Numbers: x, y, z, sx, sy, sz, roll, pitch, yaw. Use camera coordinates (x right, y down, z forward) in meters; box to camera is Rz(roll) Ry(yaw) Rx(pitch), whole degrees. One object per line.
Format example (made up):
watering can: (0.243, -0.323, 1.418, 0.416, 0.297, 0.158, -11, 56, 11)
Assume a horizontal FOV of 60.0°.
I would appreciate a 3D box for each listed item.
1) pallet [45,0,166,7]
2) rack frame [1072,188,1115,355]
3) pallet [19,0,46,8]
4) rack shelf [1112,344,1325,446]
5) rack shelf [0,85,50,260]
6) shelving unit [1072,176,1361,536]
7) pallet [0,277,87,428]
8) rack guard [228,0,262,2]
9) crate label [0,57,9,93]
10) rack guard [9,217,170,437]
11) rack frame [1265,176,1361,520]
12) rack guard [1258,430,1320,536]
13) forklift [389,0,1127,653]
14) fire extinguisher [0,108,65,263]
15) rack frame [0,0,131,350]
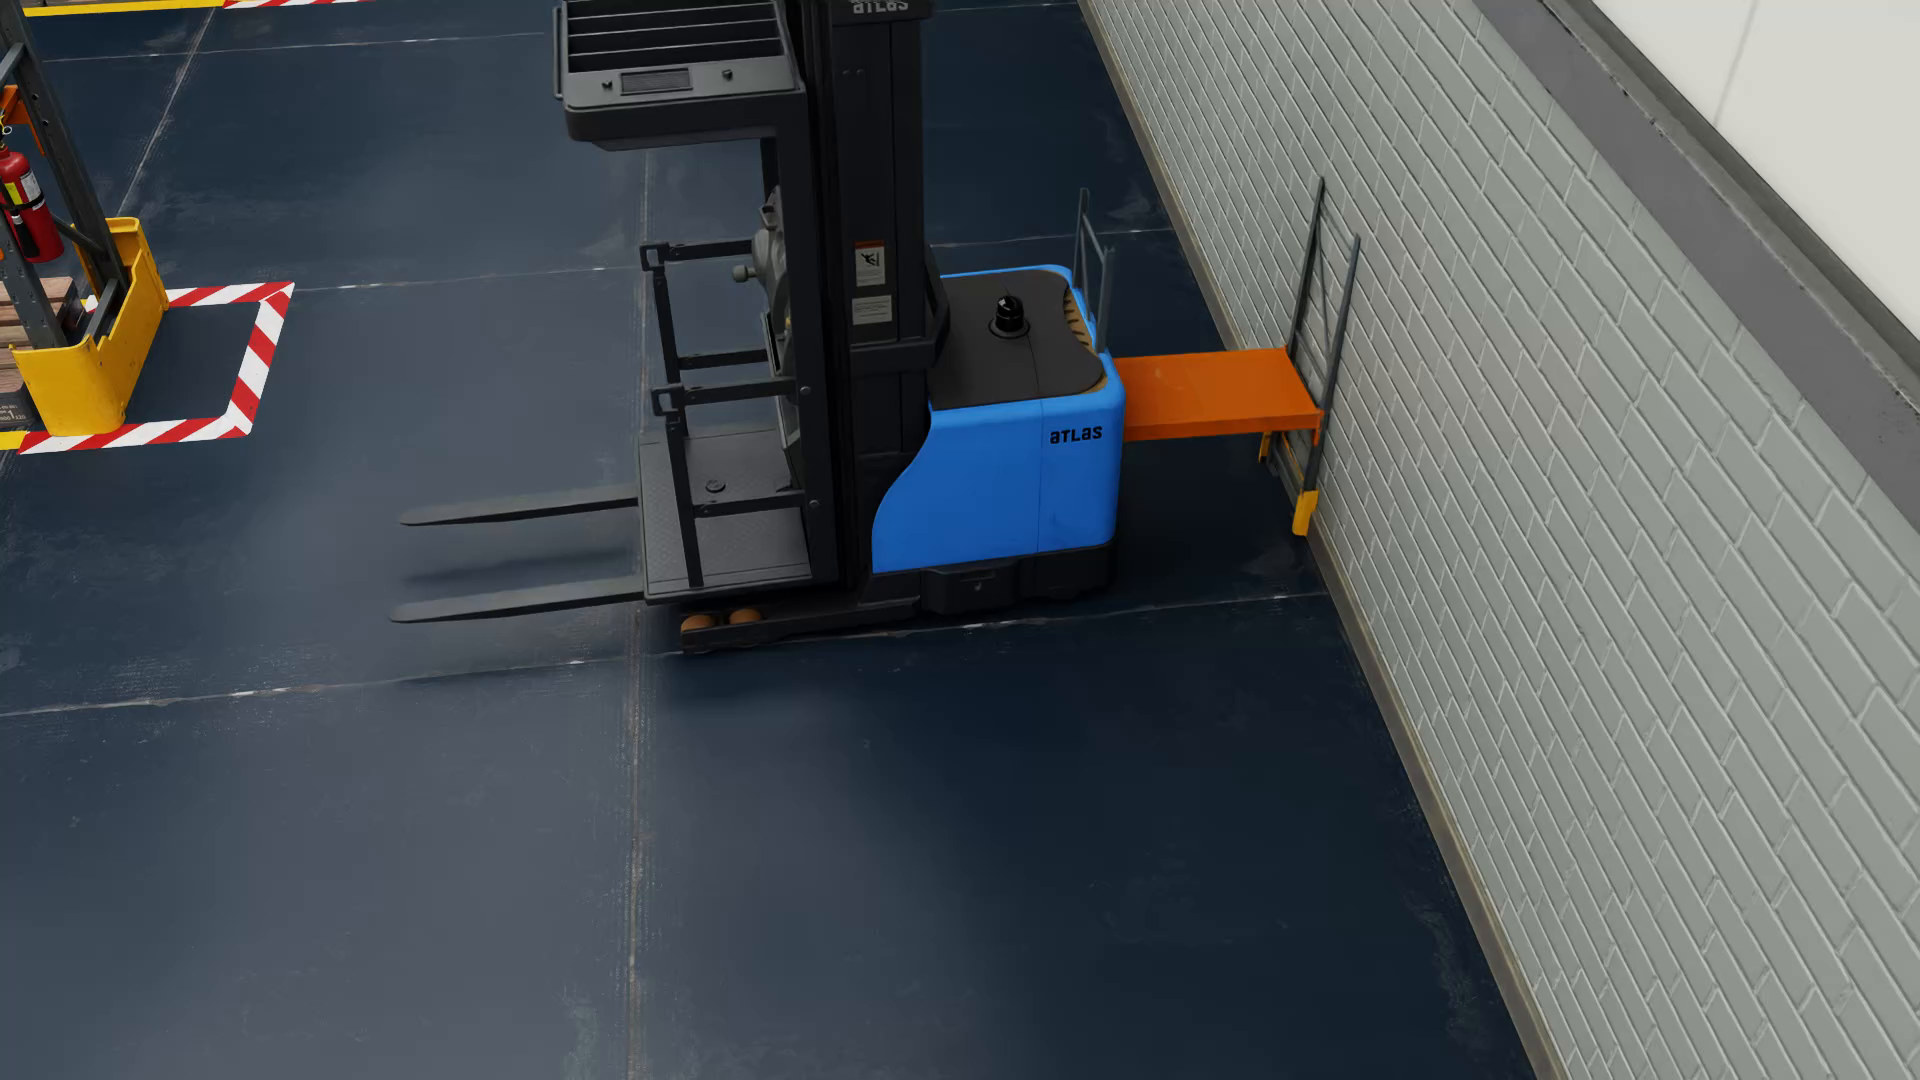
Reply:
pallet: (-5.837, -4.174, 11.936, 1.213, 0.211, 1.003, -5, 42, -6)
rack frame: (0.520, -0.701, 7.063, 0.032, 1.500, 0.500, -4, 41, -8)
pallet: (-7.044, -4.071, 11.821, 1.213, 0.211, 1.003, -5, 42, -6)
rack shelf: (1.016, -0.604, 7.250, 1.000, 0.185, 0.538, -4, 41, -8)
rack shelf: (-6.316, -1.556, 7.487, 4.000, 0.370, 1.077, -5, 42, -6)
shelving unit: (1.031, -0.741, 7.134, 1.083, 1.500, 0.587, -4, 41, -8)
pallet: (-5.156, -0.915, 8.322, 1.213, 0.211, 1.003, -5, 42, -6)
rack guard: (-5.047, -4.352, 11.916, 0.348, 0.500, 1.175, -5, 42, -6)
crate label: (-4.620, -2.154, 7.693, 0.303, 0.233, 0.416, -5, 42, -6)
rack guard: (-4.311, -1.079, 8.288, 0.348, 0.500, 1.175, -5, 42, -6)
rack frame: (1.524, -0.780, 7.203, 0.032, 1.500, 0.500, -4, 41, -8)
rack guard: (1.503, -0.305, 7.609, 0.087, 0.250, 0.587, -4, 41, -8)
forklift: (-0.896, -1.000, 6.385, 3.031, 2.935, 1.130, -7, 43, -8)
fire extinguisher: (-4.124, -1.540, 7.270, 0.183, 0.674, 0.296, -5, 42, -6)
rack frame: (-4.333, -1.996, 7.439, 0.127, 3.000, 1.000, -5, 42, -6)
